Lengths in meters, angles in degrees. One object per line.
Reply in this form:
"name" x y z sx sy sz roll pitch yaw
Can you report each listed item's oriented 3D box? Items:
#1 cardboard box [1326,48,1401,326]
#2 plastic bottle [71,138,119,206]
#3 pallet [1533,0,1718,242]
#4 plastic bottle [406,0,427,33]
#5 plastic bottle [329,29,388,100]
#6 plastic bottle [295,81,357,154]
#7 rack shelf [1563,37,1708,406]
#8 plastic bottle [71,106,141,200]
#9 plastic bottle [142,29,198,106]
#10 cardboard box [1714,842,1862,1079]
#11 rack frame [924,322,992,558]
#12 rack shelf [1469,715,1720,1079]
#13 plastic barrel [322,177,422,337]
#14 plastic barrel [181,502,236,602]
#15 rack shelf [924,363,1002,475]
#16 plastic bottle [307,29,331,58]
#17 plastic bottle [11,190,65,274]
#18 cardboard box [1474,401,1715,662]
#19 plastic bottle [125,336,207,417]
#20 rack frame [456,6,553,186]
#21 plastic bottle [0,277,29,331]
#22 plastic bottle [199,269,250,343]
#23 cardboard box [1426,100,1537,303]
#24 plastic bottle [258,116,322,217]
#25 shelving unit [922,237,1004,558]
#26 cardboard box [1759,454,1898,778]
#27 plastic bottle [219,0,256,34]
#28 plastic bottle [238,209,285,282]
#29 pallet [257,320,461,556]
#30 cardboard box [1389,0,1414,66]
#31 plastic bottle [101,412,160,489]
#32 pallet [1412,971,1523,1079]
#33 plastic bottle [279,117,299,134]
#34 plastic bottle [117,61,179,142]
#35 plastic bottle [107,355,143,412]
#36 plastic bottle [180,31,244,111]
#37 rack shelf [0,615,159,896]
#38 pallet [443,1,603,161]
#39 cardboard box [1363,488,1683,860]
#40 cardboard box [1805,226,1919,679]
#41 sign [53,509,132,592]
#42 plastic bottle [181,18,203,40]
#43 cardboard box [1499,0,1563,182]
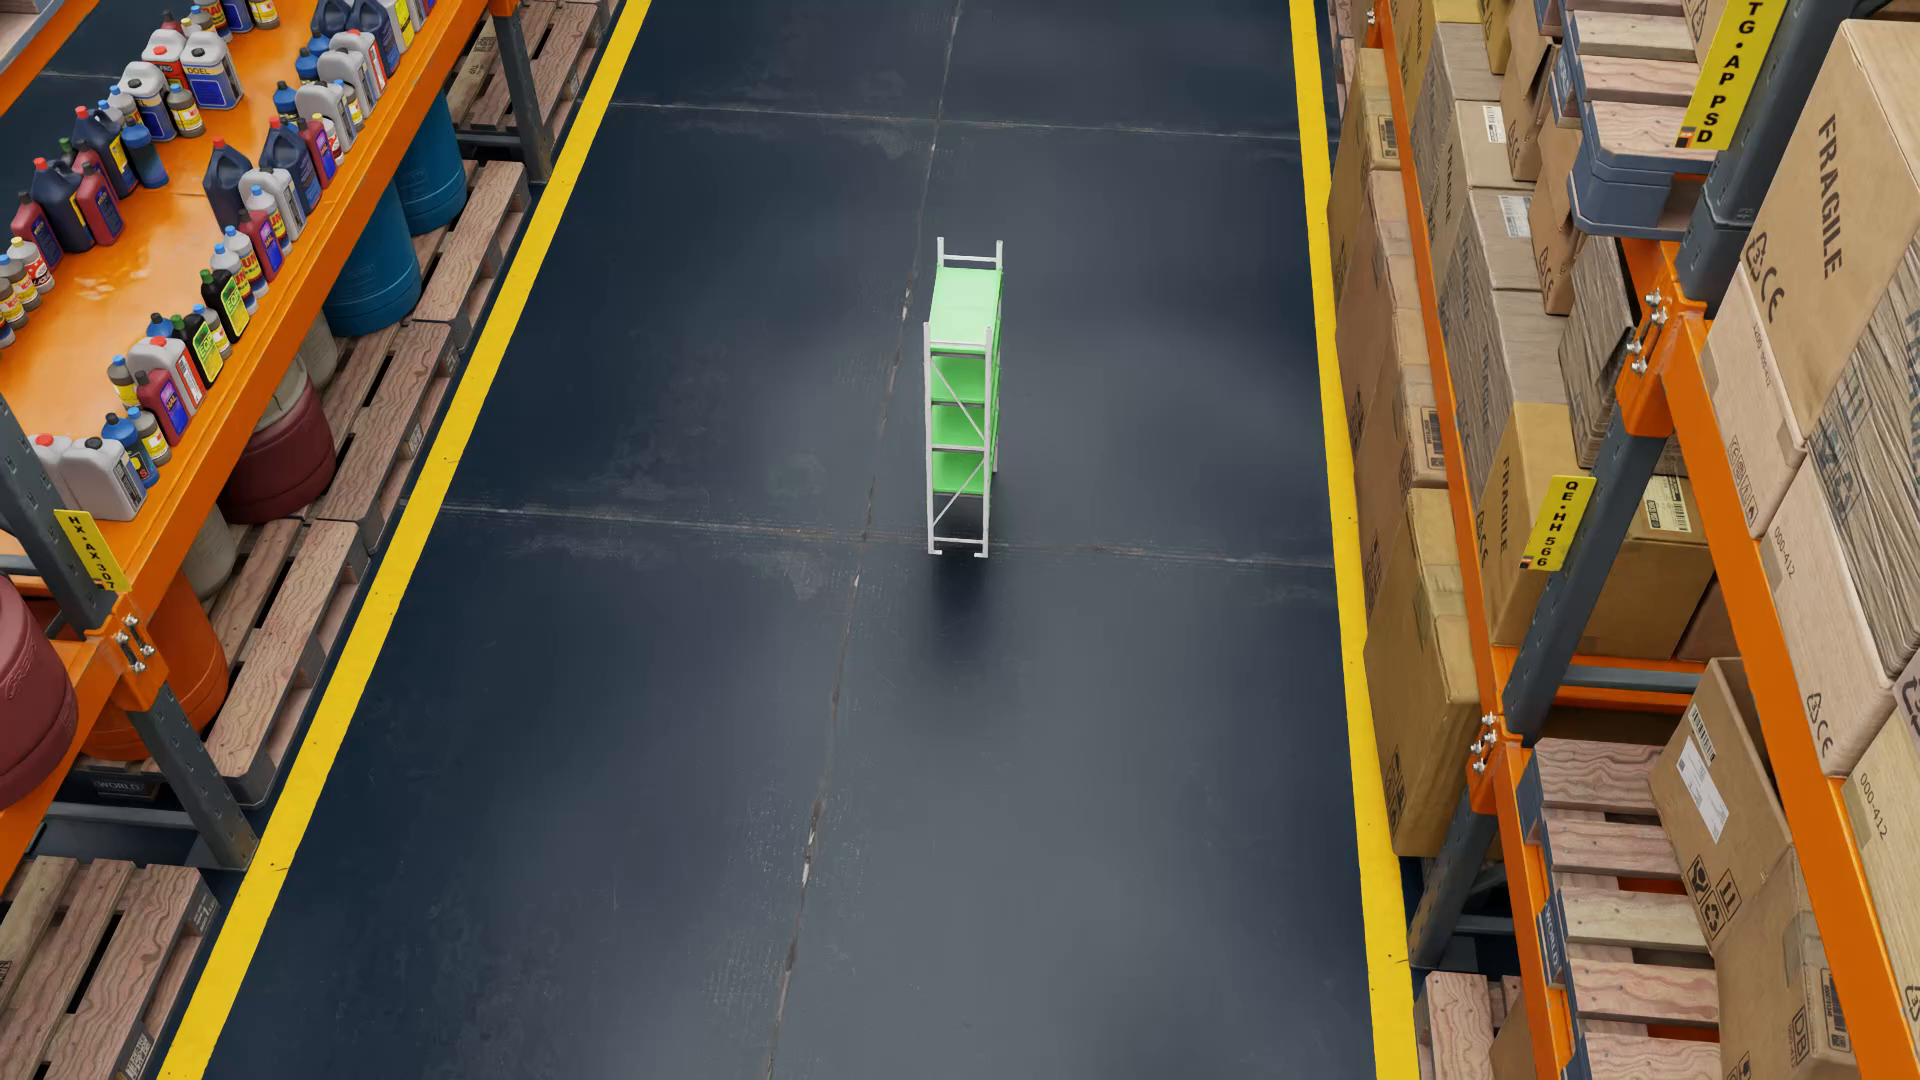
"cardboard box" 2.312 -1.504 7.274 1.225 0.875 0.875 4 48 4
"plastic bottle" -3.141 -1.301 6.012 0.061 0.283 0.133 4 48 4
"pallet" 1.991 -1.037 3.787 1.213 0.211 1.003 6 48 5
"plastic bottle" -2.330 -2.262 6.896 0.152 0.276 0.135 4 48 4
"plastic bottle" -2.376 -1.892 6.558 0.152 0.276 0.135 4 48 4
"plastic bottle" -2.409 -1.623 6.311 0.152 0.276 0.135 4 48 4
"rack shelf" 2.168 -1.851 4.891 1.077 0.370 4.000 4 48 4
"plastic bottle" -3.146 -1.442 6.095 0.144 0.351 0.185 4 48 4
"plastic bottle" -3.088 -1.847 6.517 0.152 0.276 0.135 4 48 4
"cardboard box" 2.025 1.029 3.449 0.700 0.500 0.500 10 48 9
"rack frame" -0.007 -0.347 6.280 0.240 1.200 0.015 4 48 4
"rack shelf" 1.803 2.101 3.309 1.077 0.370 4.000 4 48 4
"plastic barrel" -2.713 -1.399 7.160 0.600 0.901 0.708 4 48 4
"plastic barrel" -2.957 -0.028 6.171 0.421 0.512 0.421 0 48 0
"rack shelf" 0.015 -0.483 6.492 0.258 0.148 0.480 4 48 4
"plastic bottle" -2.501 -1.885 6.554 0.097 0.271 0.097 0 48 0
"plastic bottle" -3.231 -1.071 5.802 0.061 0.283 0.133 4 48 4
"cardboard box" 1.784 -0.025 4.698 0.500 0.500 0.500 5 48 5
"plastic bottle" -2.543 -0.539 5.320 0.152 0.276 0.135 4 48 4
"rack frame" -2.582 -2.884 7.381 1.000 3.000 0.127 4 48 4
"plastic bottle" -3.241 -0.814 5.623 0.097 0.201 0.097 0 48 0
"plastic bottle" -2.465 -0.807 5.560 0.061 0.283 0.133 4 48 4
"cardboard box" 1.926 -1.146 5.724 0.500 0.500 0.500 5 48 4
"plastic bottle" -2.441 -1.361 6.021 0.144 0.351 0.185 4 48 4
"shelving unit" 0.015 -0.527 6.444 0.258 1.200 0.503 4 48 4
"cardboard box" 1.642 0.132 2.691 0.500 0.250 0.500 5 48 4
"plastic bottle" -3.037 -2.259 6.893 0.152 0.276 0.135 4 48 4
"plastic bottle" -2.435 -1.048 5.780 0.061 0.283 0.133 4 48 4
"pallet" -2.803 -0.480 7.072 1.003 0.211 1.213 4 48 4
"cardboard box" 2.059 -2.264 6.746 0.500 0.500 0.500 4 48 4
"plastic bottle" -2.548 -0.281 5.087 0.097 0.271 0.097 0 48 0
"pallet" 1.913 1.904 4.892 1.003 0.211 1.213 4 48 4
"plastic bottle" -2.465 -1.440 6.147 0.097 0.271 0.097 0 48 0
"plastic bottle" -3.109 -1.677 6.361 0.152 0.276 0.135 4 48 4
"plastic bottle" -2.669 -0.509 5.343 0.097 0.201 0.097 0 48 0
"plastic bottle" -2.937 -1.837 6.507 0.152 0.276 0.135 4 48 4
"rack shelf" -3.129 1.768 3.614 1.077 0.370 4.000 4 48 4
"pallet" -2.554 -2.486 8.907 1.003 0.211 1.213 4 48 4
"cardboard box" 2.069 0.458 5.480 1.225 0.875 0.875 2 48 2
"cardboard box" 1.637 -0.126 2.419 0.500 0.500 0.500 4 48 4
"sign" -2.398 0.032 4.603 0.100 0.325 0.005 4 48 4
"plastic bottle" -3.093 -2.007 6.714 0.097 0.201 0.097 0 48 0
"cardboard box" 2.185 -1.492 5.360 0.797 0.503 0.637 5 48 5
